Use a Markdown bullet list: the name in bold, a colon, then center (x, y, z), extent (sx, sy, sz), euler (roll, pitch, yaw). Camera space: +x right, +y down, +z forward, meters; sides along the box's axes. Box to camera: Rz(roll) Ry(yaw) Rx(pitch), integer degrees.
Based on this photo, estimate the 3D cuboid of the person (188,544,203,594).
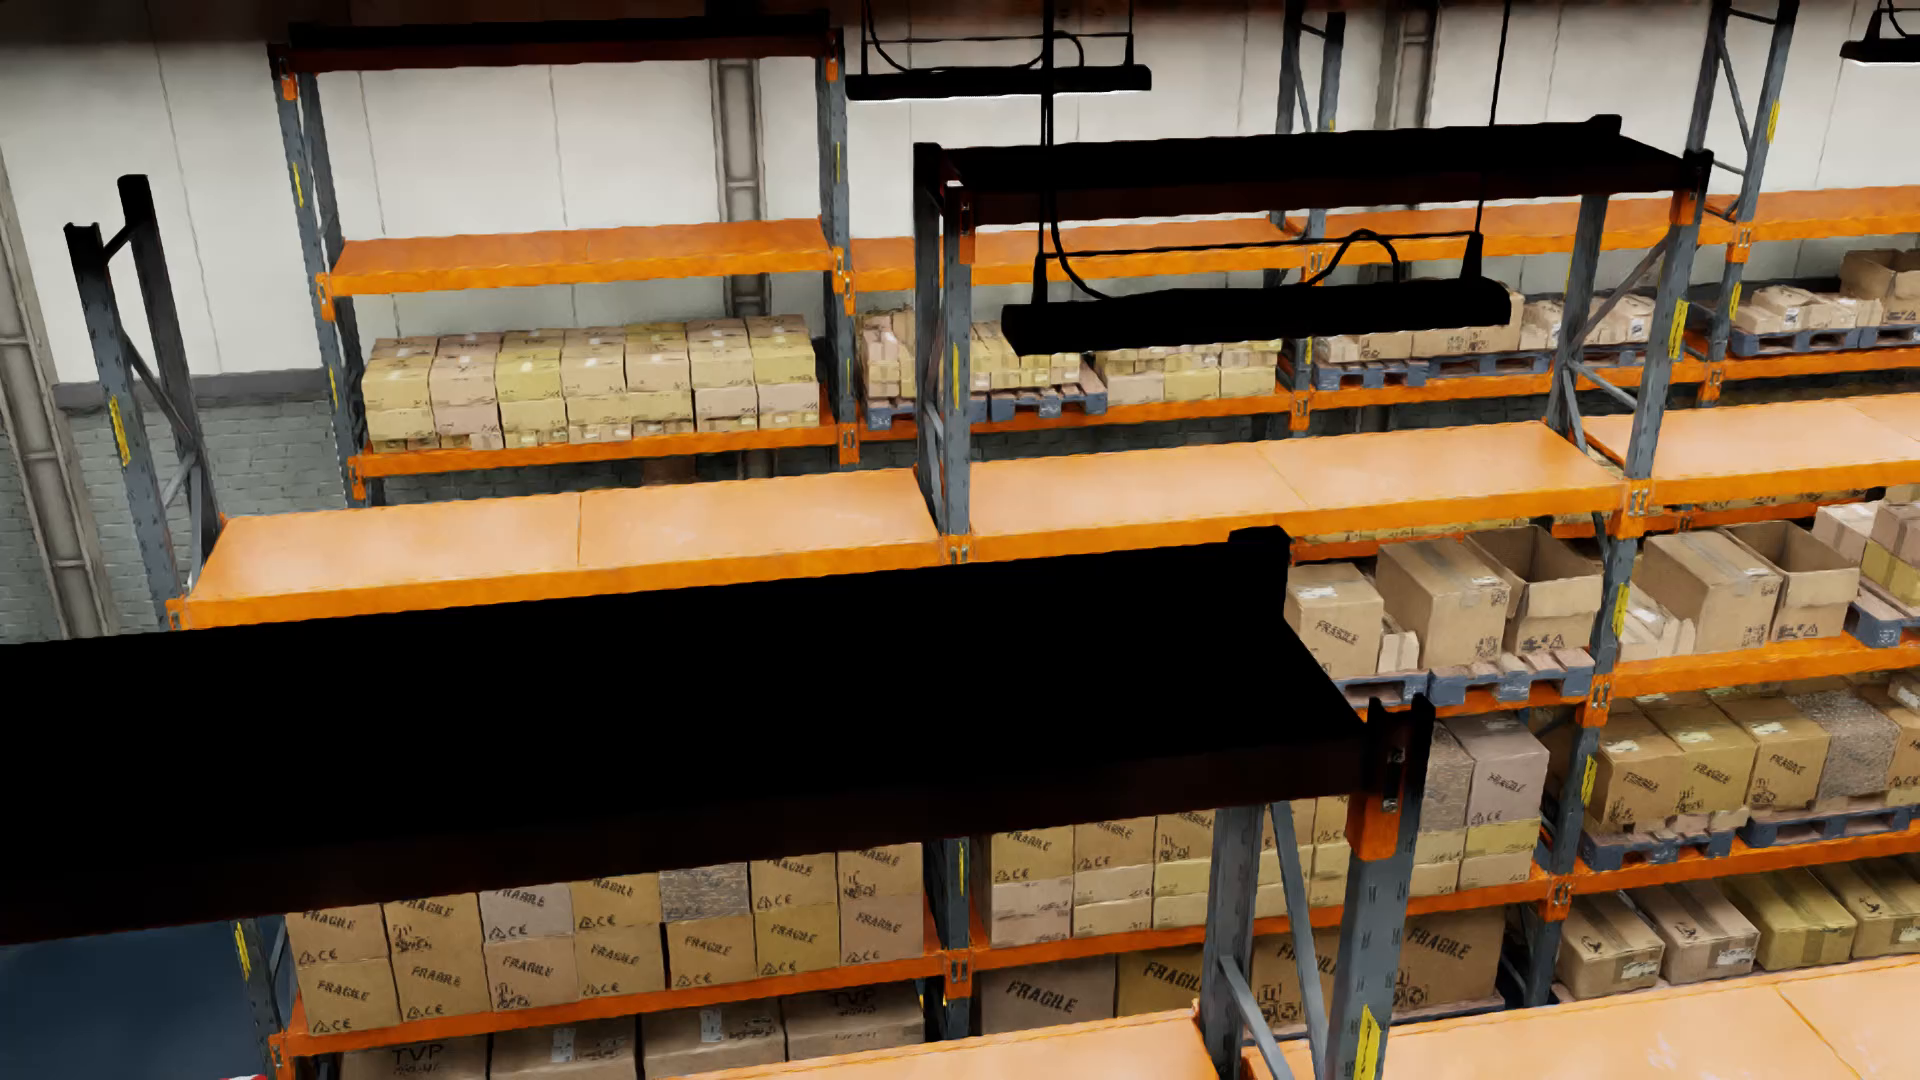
- **person**: center (-6.562, 0.707, 14.914), extent (0.584, 1.678, 0.405), euler (-23, 34, -38)
